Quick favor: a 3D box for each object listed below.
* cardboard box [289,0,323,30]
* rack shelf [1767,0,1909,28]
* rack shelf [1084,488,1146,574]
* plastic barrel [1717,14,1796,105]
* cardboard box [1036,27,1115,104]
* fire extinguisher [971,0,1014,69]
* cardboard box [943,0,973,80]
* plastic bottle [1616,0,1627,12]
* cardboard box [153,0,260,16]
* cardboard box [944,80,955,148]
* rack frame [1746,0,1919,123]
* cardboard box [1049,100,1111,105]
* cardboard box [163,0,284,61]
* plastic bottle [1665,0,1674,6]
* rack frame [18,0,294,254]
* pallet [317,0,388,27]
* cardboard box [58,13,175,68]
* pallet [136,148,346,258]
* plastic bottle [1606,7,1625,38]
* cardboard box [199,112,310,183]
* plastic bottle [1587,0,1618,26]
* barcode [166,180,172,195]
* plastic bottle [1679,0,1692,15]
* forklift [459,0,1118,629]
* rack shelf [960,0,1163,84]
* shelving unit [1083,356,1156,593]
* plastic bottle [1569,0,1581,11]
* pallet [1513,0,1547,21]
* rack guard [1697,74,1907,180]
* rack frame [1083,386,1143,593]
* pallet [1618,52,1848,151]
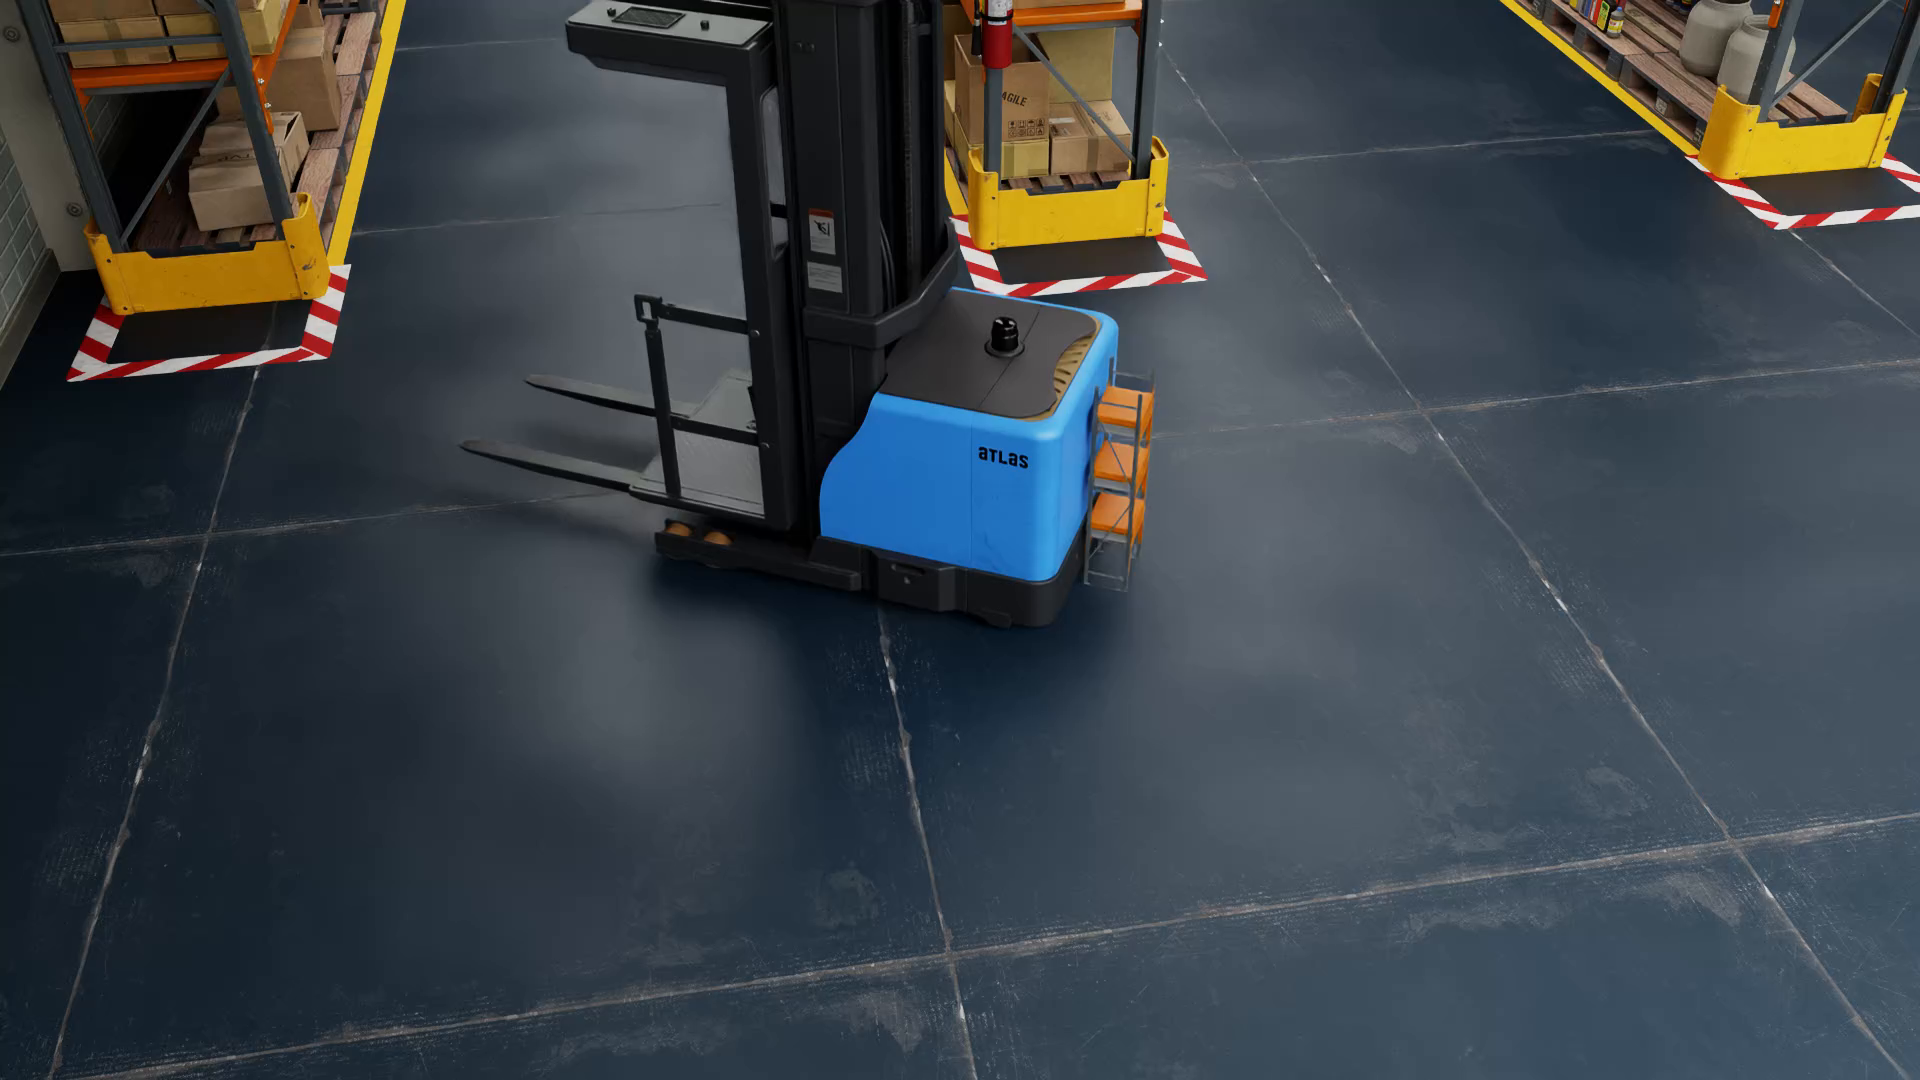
[{"bbox_3d":[-4.715,-3.548,11.550,0.500,0.500,0.500,-9,39,-11],"label":"cardboard box"},{"bbox_3d":[5.168,-4.557,11.757,1.077,0.370,4.000,-6,38,-8],"label":"rack shelf"},{"bbox_3d":[0.691,-0.042,7.419,0.215,0.259,0.240,12,39,14],"label":"rack shelf"},{"bbox_3d":[5.328,-3.206,11.117,0.421,0.512,0.421,0,38,0],"label":"plastic barrel"},{"bbox_3d":[0.677,-3.128,10.619,0.500,0.500,0.500,-6,38,-8],"label":"cardboard box"},{"bbox_3d":[0.205,-2.951,9.166,0.296,0.674,0.183,-6,38,-8],"label":"fire extinguisher"},{"bbox_3d":[0.065,-3.373,10.934,0.500,0.500,0.500,-6,38,-8],"label":"cardboard box"},{"bbox_3d":[4.853,-3.963,12.262,0.061,0.283,0.133,-6,38,-8],"label":"plastic bottle"},{"bbox_3d":[-4.023,-3.133,8.833,0.500,0.500,0.500,-6,38,-8],"label":"cardboard box"},{"bbox_3d":[0.157,-2.775,10.776,0.500,0.250,0.500,-6,38,-8],"label":"cardboard box"},{"bbox_3d":[5.519,-3.633,9.982,1.000,3.000,0.127,-6,38,-8],"label":"rack frame"},{"bbox_3d":[0.675,-2.832,10.849,0.500,0.250,0.500,-6,38,-8],"label":"cardboard box"},{"bbox_3d":[-4.008,-2.845,9.073,0.500,0.250,0.500,-7,38,-9],"label":"cardboard box"},{"bbox_3d":[5.413,-4.158,12.579,0.097,0.201,0.097,0,38,0],"label":"plastic bottle"},{"bbox_3d":[-4.235,-2.568,8.610,1.000,3.000,0.127,-6,38,-8],"label":"rack frame"},{"bbox_3d":[-5.074,-4.352,13.180,1.003,0.211,1.213,-6,38,-8],"label":"pallet"},{"bbox_3d":[-4.508,-2.778,8.986,0.500,0.250,0.500,-6,38,-7],"label":"cardboard box"},{"bbox_3d":[-4.356,-2.007,10.161,1.003,0.211,1.213,-6,38,-8],"label":"pallet"},{"bbox_3d":[4.765,-3.764,12.072,0.097,0.201,0.097,0,38,0],"label":"plastic bottle"},{"bbox_3d":[-4.367,-2.451,10.293,0.500,0.311,0.500,-3,38,-4],"label":"cardboard box"},{"bbox_3d":[4.748,-3.949,12.249,0.152,0.276,0.135,-6,38,-8],"label":"plastic bottle"},{"bbox_3d":[-4.665,-2.079,9.806,0.001,0.075,0.075,-6,38,-8],"label":"barcode"},{"bbox_3d":[5.448,-4.065,12.403,0.097,0.271,0.097,0,38,0],"label":"plastic bottle"},{"bbox_3d":[-0.867,-1.320,7.059,3.031,2.935,1.130,12,39,15],"label":"forklift"},{"bbox_3d":[0.291,-4.027,11.074,1.077,0.370,4.000,-6,38,-8],"label":"rack shelf"},{"bbox_3d":[0.691,-0.270,7.242,0.215,1.050,0.252,12,39,14],"label":"shelving unit"},{"bbox_3d":[4.691,-4.161,12.462,0.144,0.351,0.185,-5,38,-6],"label":"plastic bottle"},{"bbox_3d":[4.894,-4.538,13.419,1.003,0.211,1.213,-6,38,-8],"label":"pallet"},{"bbox_3d":[5.459,-2.687,10.801,1.175,0.500,0.348,-6,38,-8],"label":"rack guard"},{"bbox_3d":[0.652,-0.199,7.151,0.200,1.050,0.008,12,39,14],"label":"rack frame"},{"bbox_3d":[5.322,-3.064,11.522,1.003,0.211,1.213,-6,38,-8],"label":"pallet"}]
